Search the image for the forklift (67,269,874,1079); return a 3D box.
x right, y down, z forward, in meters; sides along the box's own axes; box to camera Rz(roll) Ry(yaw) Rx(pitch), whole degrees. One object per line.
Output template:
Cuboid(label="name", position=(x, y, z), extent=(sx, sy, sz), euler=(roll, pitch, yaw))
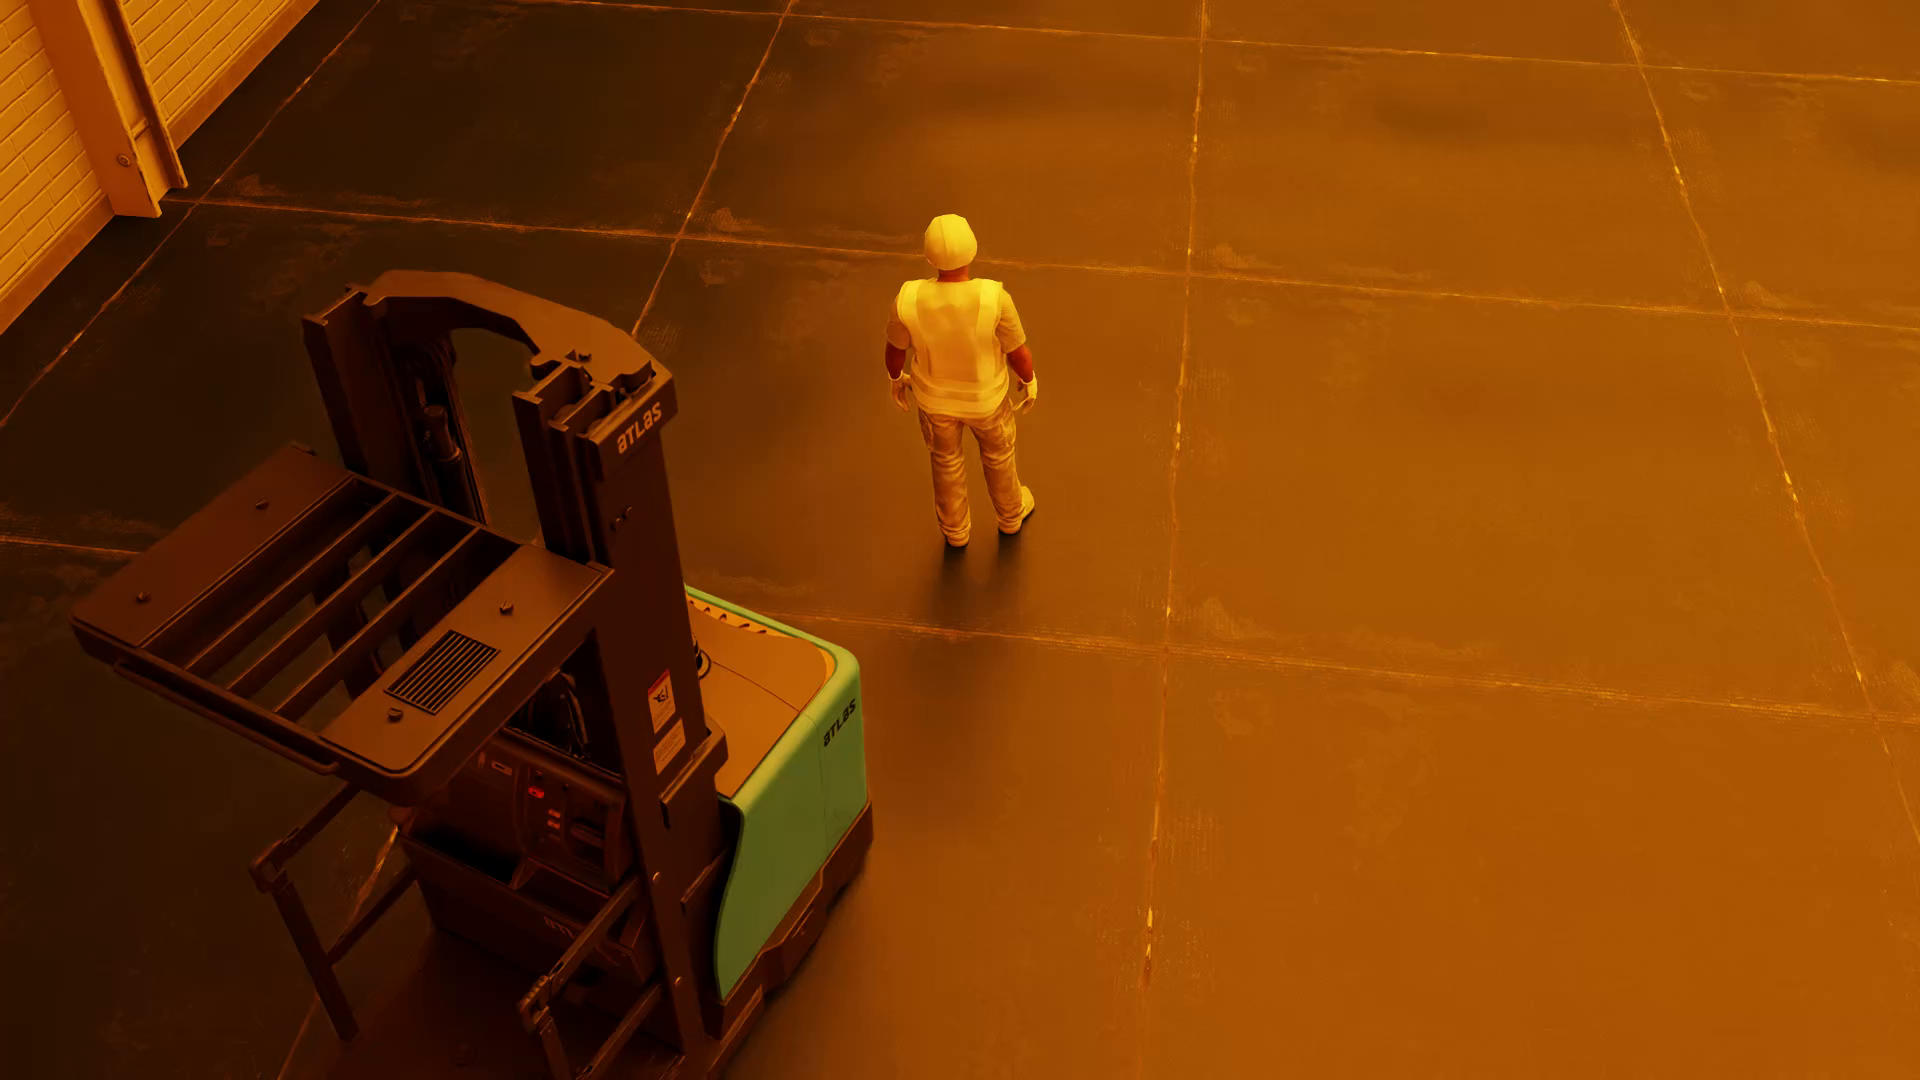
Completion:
Cuboid(label="forklift", position=(-1.480, 0.839, 4.811), extent=(1.130, 2.935, 3.031), euler=(20, 46, 20))

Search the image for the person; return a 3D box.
Cuboid(label="person", position=(0.017, -0.710, 7.335), extent=(0.656, 1.784, 0.575), euler=(5, 43, 6))
